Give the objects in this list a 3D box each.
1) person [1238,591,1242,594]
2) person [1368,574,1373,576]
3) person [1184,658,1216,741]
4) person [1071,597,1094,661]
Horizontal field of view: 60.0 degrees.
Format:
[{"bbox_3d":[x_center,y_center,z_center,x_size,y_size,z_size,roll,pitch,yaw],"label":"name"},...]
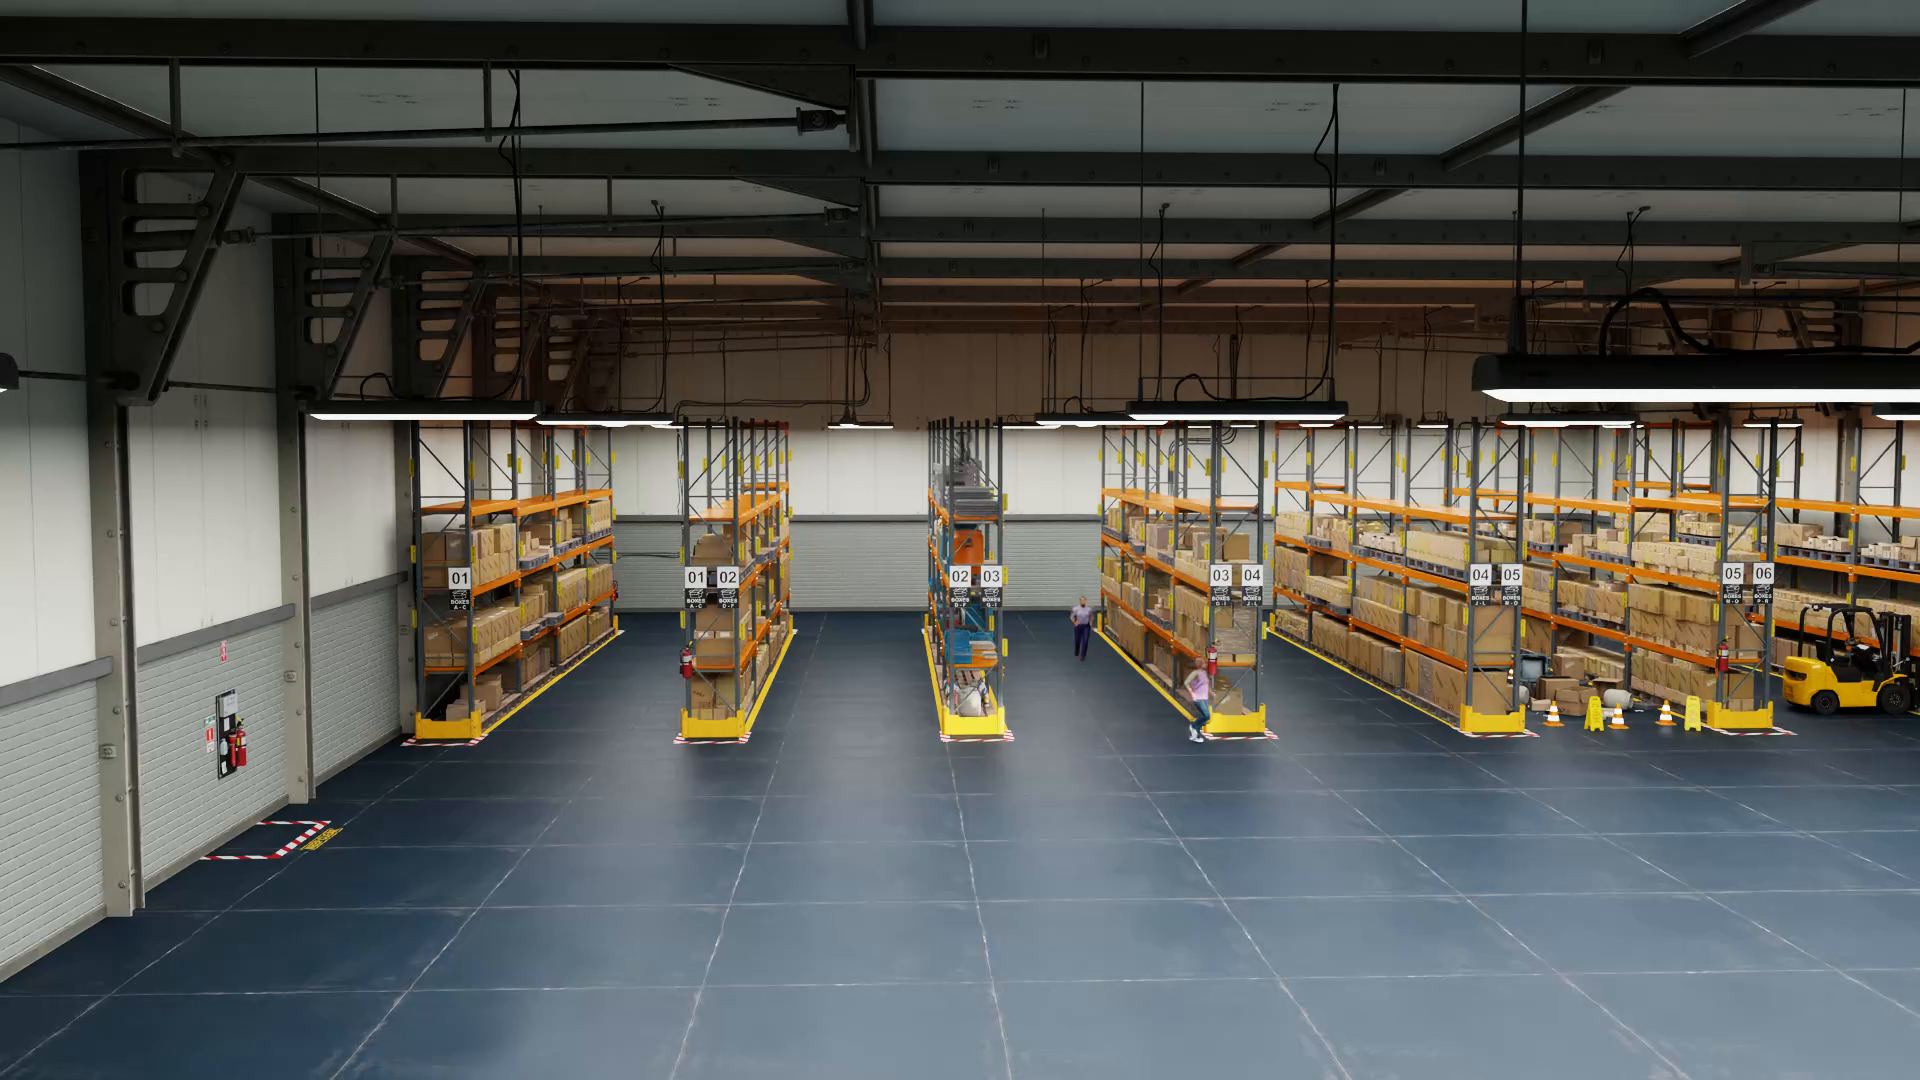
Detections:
[{"bbox_3d":[7.099,2.129,42.497,0.698,1.700,0.877,-1,4,-8],"label":"person"},{"bbox_3d":[11.605,1.837,46.959,0.612,1.733,0.802,-1,4,-21],"label":"person"},{"bbox_3d":[4.442,2.947,30.636,0.505,1.561,0.548,3,5,38],"label":"person"},{"bbox_3d":[3.067,2.209,41.627,0.595,1.601,0.560,0,4,-2],"label":"person"}]
